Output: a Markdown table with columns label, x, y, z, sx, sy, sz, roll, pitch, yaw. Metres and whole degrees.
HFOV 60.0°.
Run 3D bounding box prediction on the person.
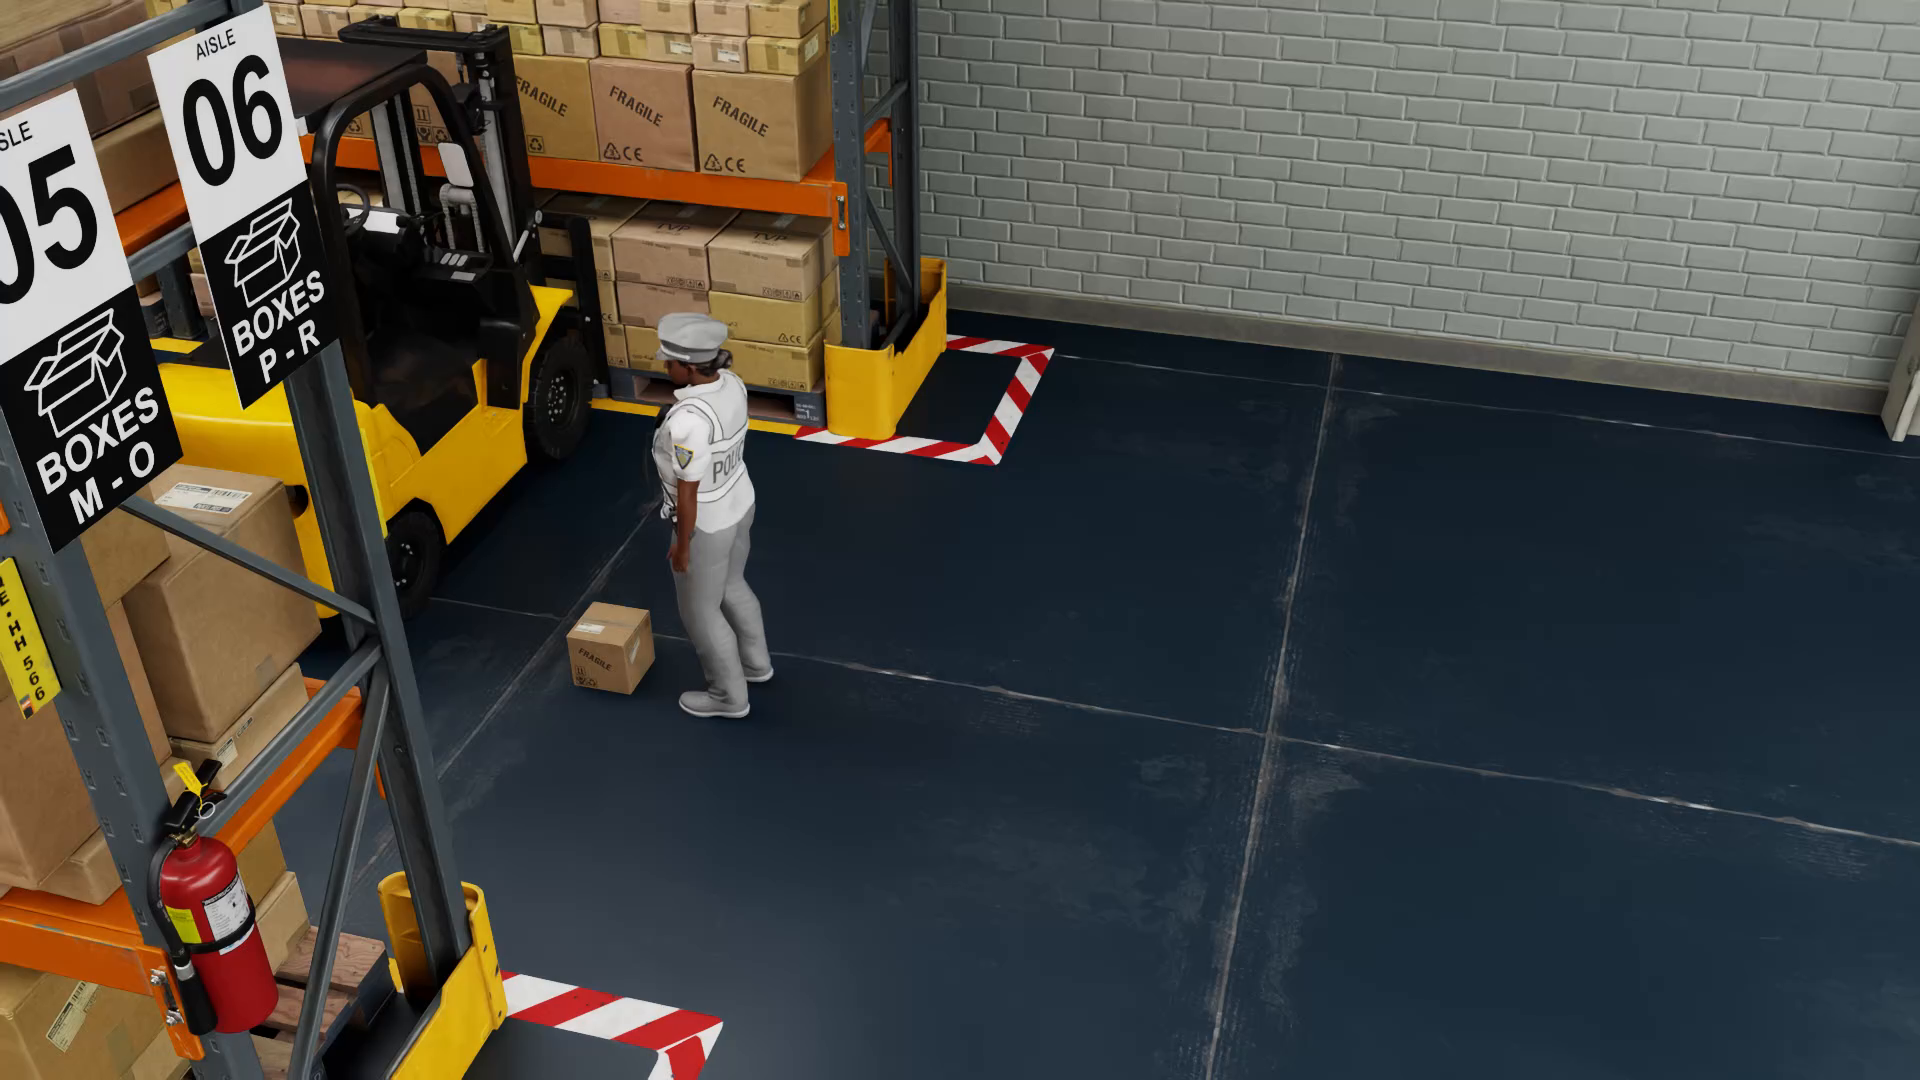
| label | x | y | z | sx | sy | sz | roll | pitch | yaw |
| --- | --- | --- | --- | --- | --- | --- | --- | --- | --- |
| person | -0.950 | -0.062 | 6.250 | 0.340 | 1.663 | 0.438 | 9 | 34 | 13 |
